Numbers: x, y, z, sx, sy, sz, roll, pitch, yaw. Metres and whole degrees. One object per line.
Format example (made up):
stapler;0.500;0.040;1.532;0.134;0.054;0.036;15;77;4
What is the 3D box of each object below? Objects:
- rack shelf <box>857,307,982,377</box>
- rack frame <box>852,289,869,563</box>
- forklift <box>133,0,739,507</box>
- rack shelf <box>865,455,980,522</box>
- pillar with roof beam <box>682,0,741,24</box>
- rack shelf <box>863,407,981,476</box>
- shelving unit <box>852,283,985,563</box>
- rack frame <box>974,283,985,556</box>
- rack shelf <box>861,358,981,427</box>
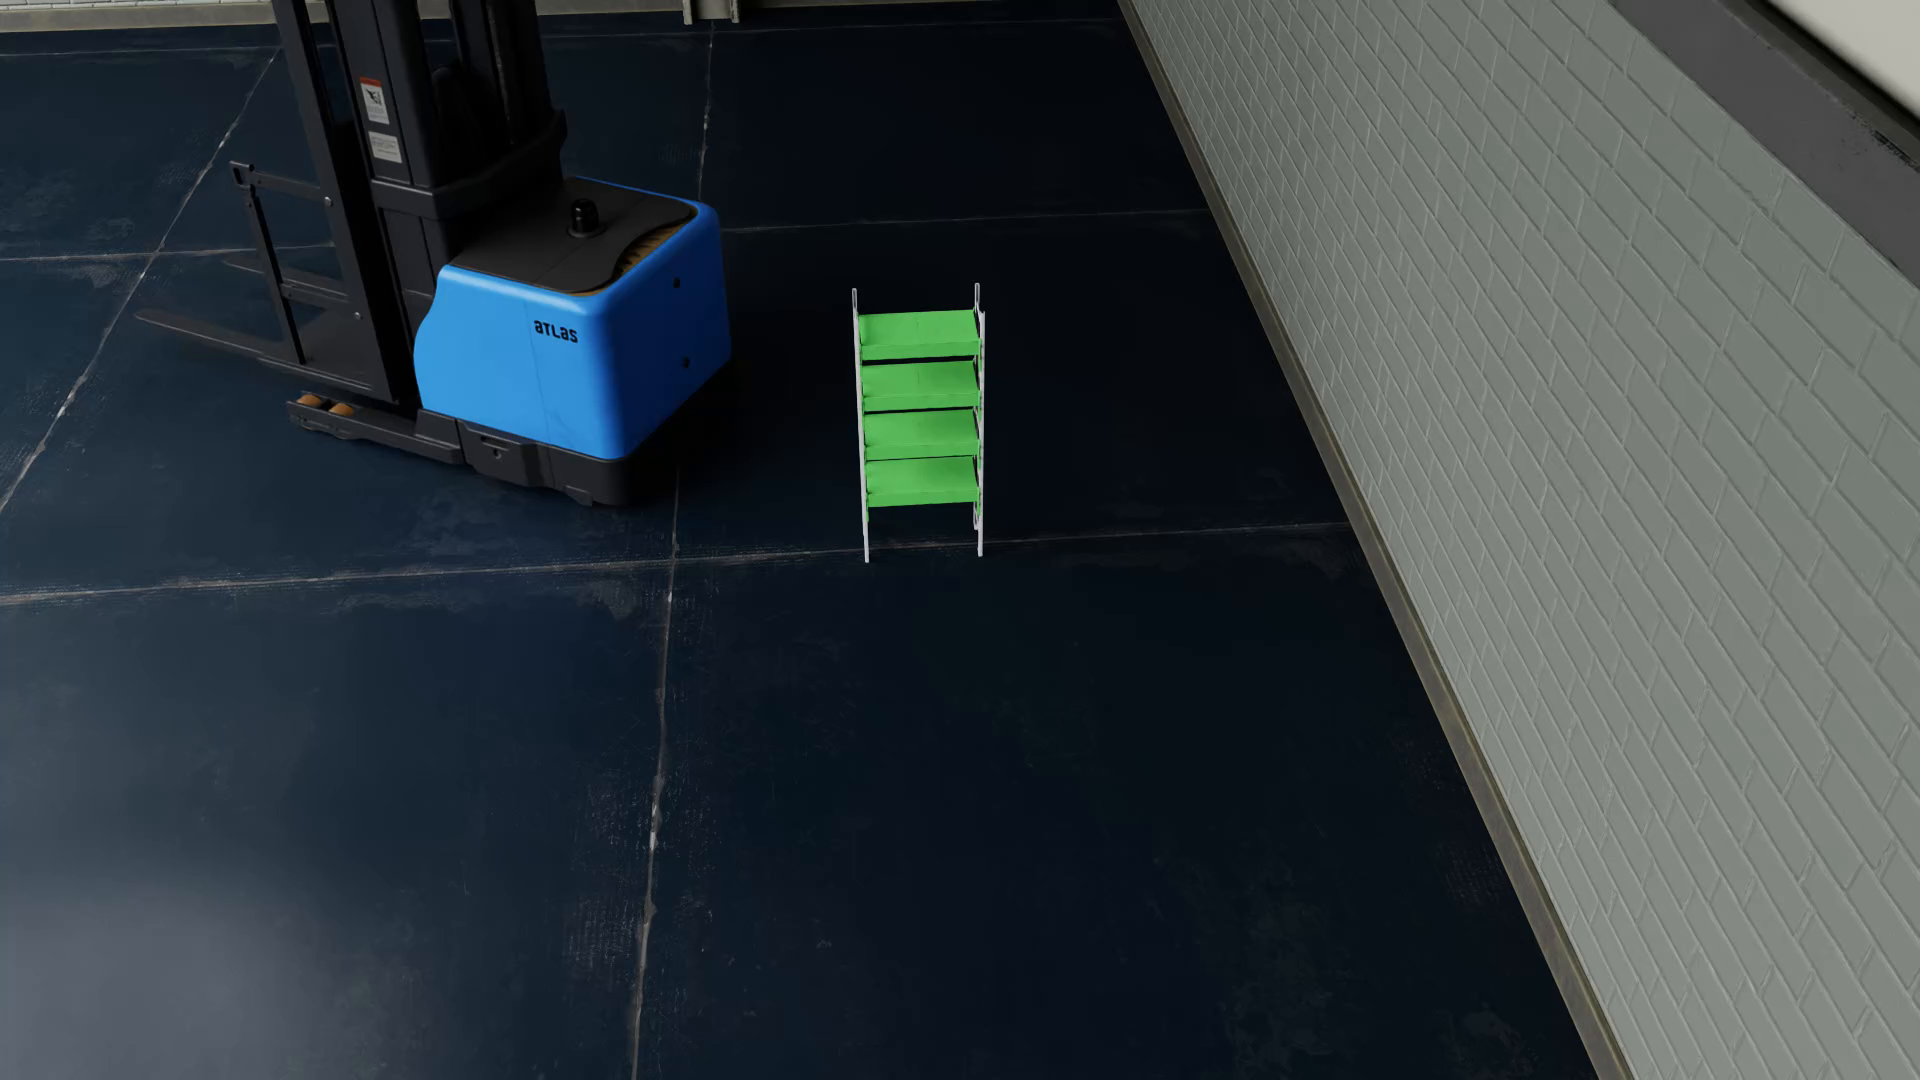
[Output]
rack shelf;-0.165;-0.789;6.609;0.480;0.148;0.258;-3;38;-4
rack frame;-0.408;-0.449;6.850;0.015;1.200;0.240;-3;38;-4
forklift;-2.624;-1.905;7.298;3.031;2.935;1.130;16;41;19
rack shelf;-0.165;-0.223;7.055;0.480;0.148;0.258;-3;38;-4
pillar with roof beam;-1.413;-4.687;5.926;0.400;9.000;9.100;-3;38;-4
rack shelf;-0.165;-0.412;6.906;0.480;0.148;0.258;-3;38;-4
shelving unit;-0.165;-0.462;6.867;0.503;1.200;0.258;-3;38;-4
rack frame;0.078;-0.475;6.884;0.015;1.200;0.240;-3;38;-4
rack shelf;-0.165;-0.600;6.758;0.480;0.148;0.258;-3;38;-4
